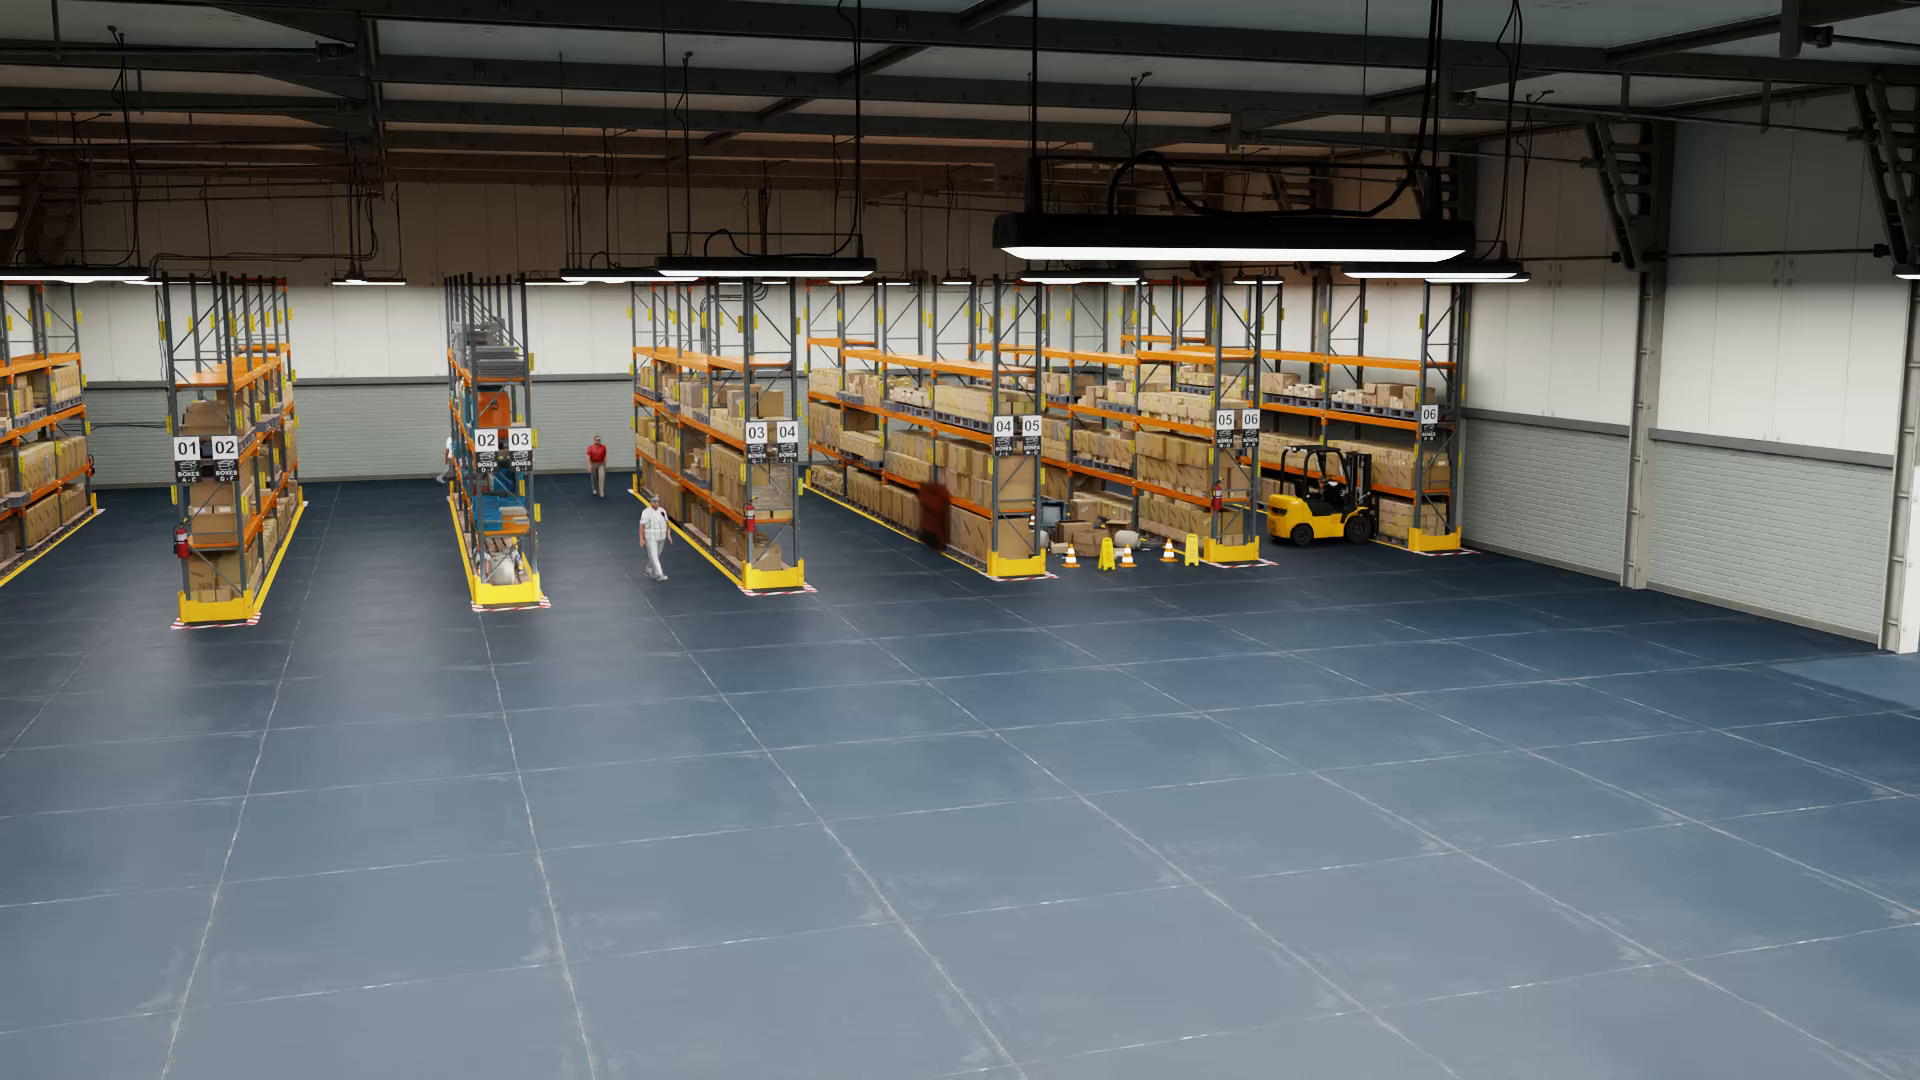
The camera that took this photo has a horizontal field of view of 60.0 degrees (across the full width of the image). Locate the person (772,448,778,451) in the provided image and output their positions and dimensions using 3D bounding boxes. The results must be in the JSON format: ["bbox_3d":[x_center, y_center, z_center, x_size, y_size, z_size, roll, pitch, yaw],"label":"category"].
[{"bbox_3d":[-5.444,-2.819,50.909,0.579,1.743,1.043,0,9,3],"label":"person"}]

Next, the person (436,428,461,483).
[{"bbox_3d":[-14.780,-2.422,48.427,1.076,1.714,0.555,1,9,5],"label":"person"}]

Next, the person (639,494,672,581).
[{"bbox_3d":[-5.926,-0.049,32.576,1.080,1.707,0.570,8,12,42],"label":"person"}]

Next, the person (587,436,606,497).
[{"bbox_3d":[-10.035,-2.055,45.964,0.551,1.657,1.077,-2,9,-15],"label":"person"}]
